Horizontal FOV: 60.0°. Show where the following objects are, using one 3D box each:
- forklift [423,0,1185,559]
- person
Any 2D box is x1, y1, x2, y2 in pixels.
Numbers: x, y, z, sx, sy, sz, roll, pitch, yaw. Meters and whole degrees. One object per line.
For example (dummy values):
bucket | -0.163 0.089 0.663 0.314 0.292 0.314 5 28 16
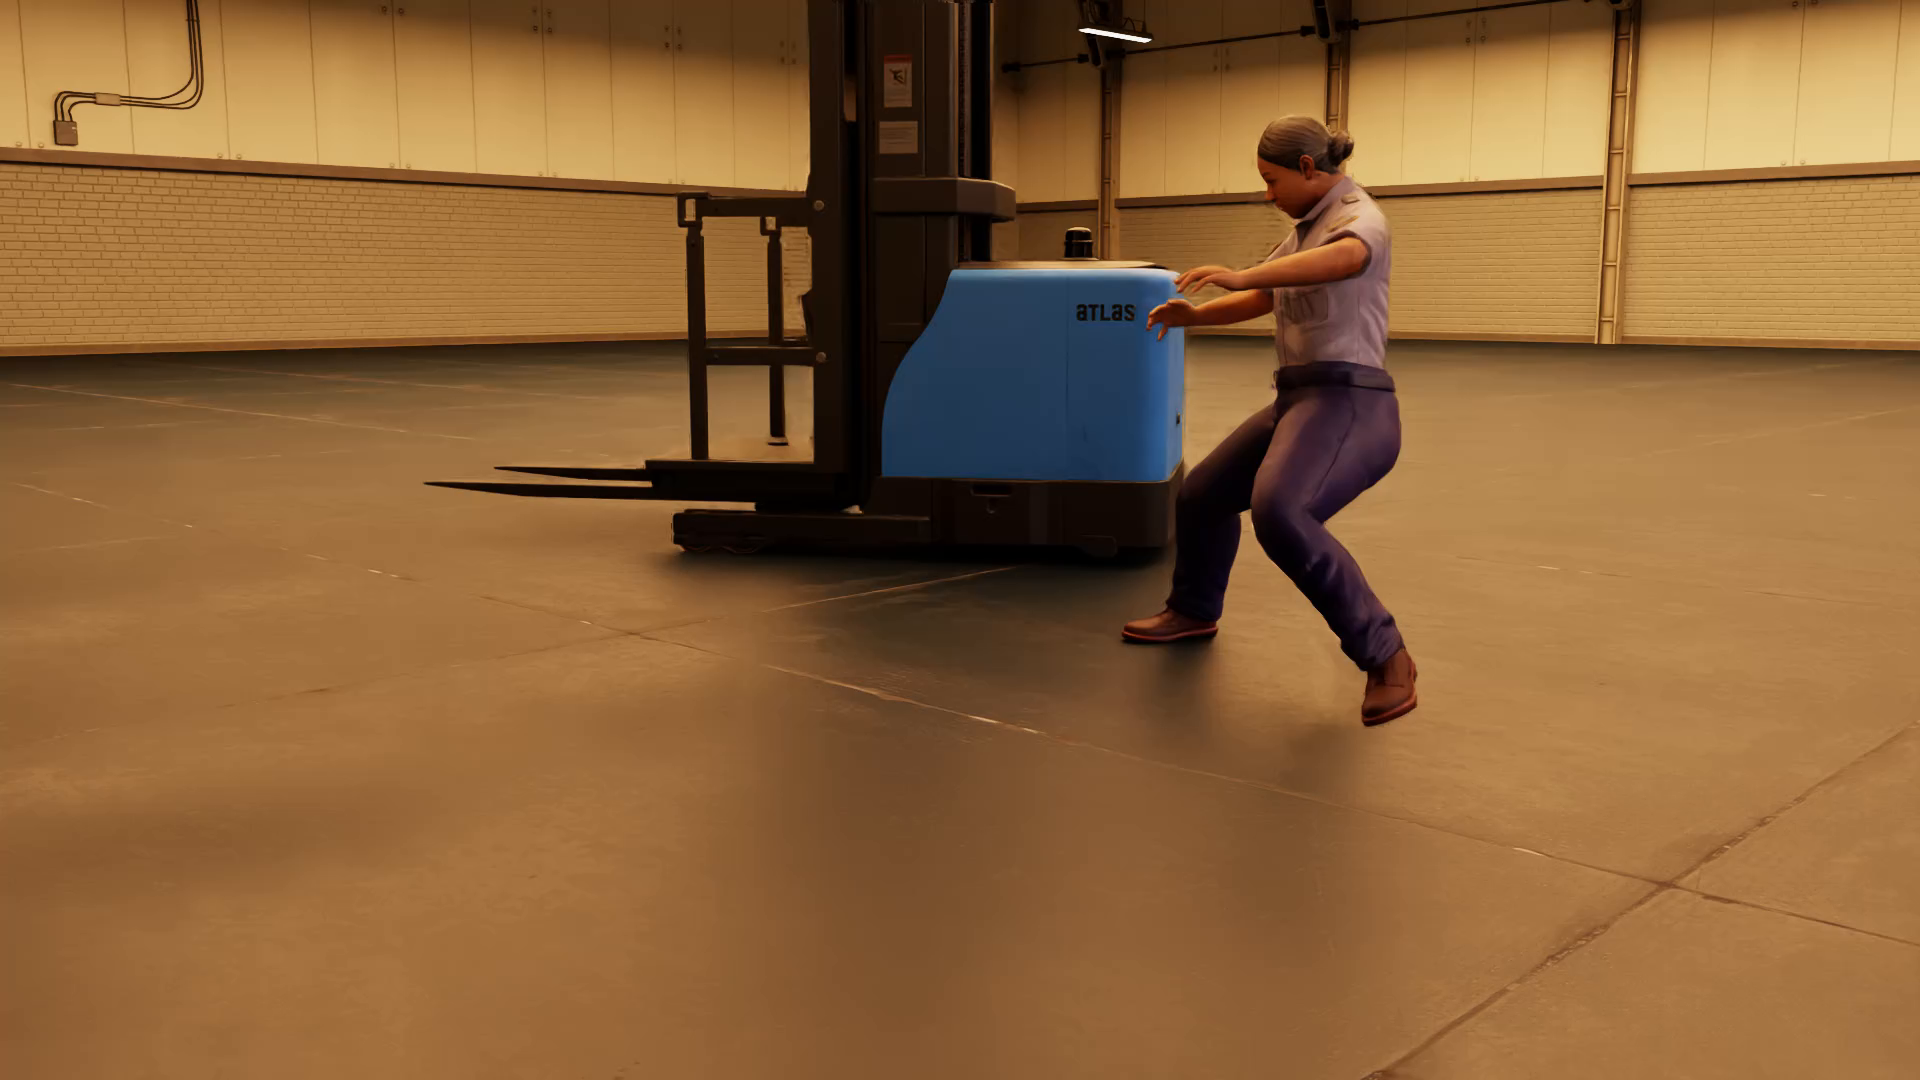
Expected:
forklift | -0.637 -1.466 6.613 3.031 2.935 1.130 2 9 11
person | 0.786 -0.344 4.195 0.630 1.431 1.225 0 9 -1
